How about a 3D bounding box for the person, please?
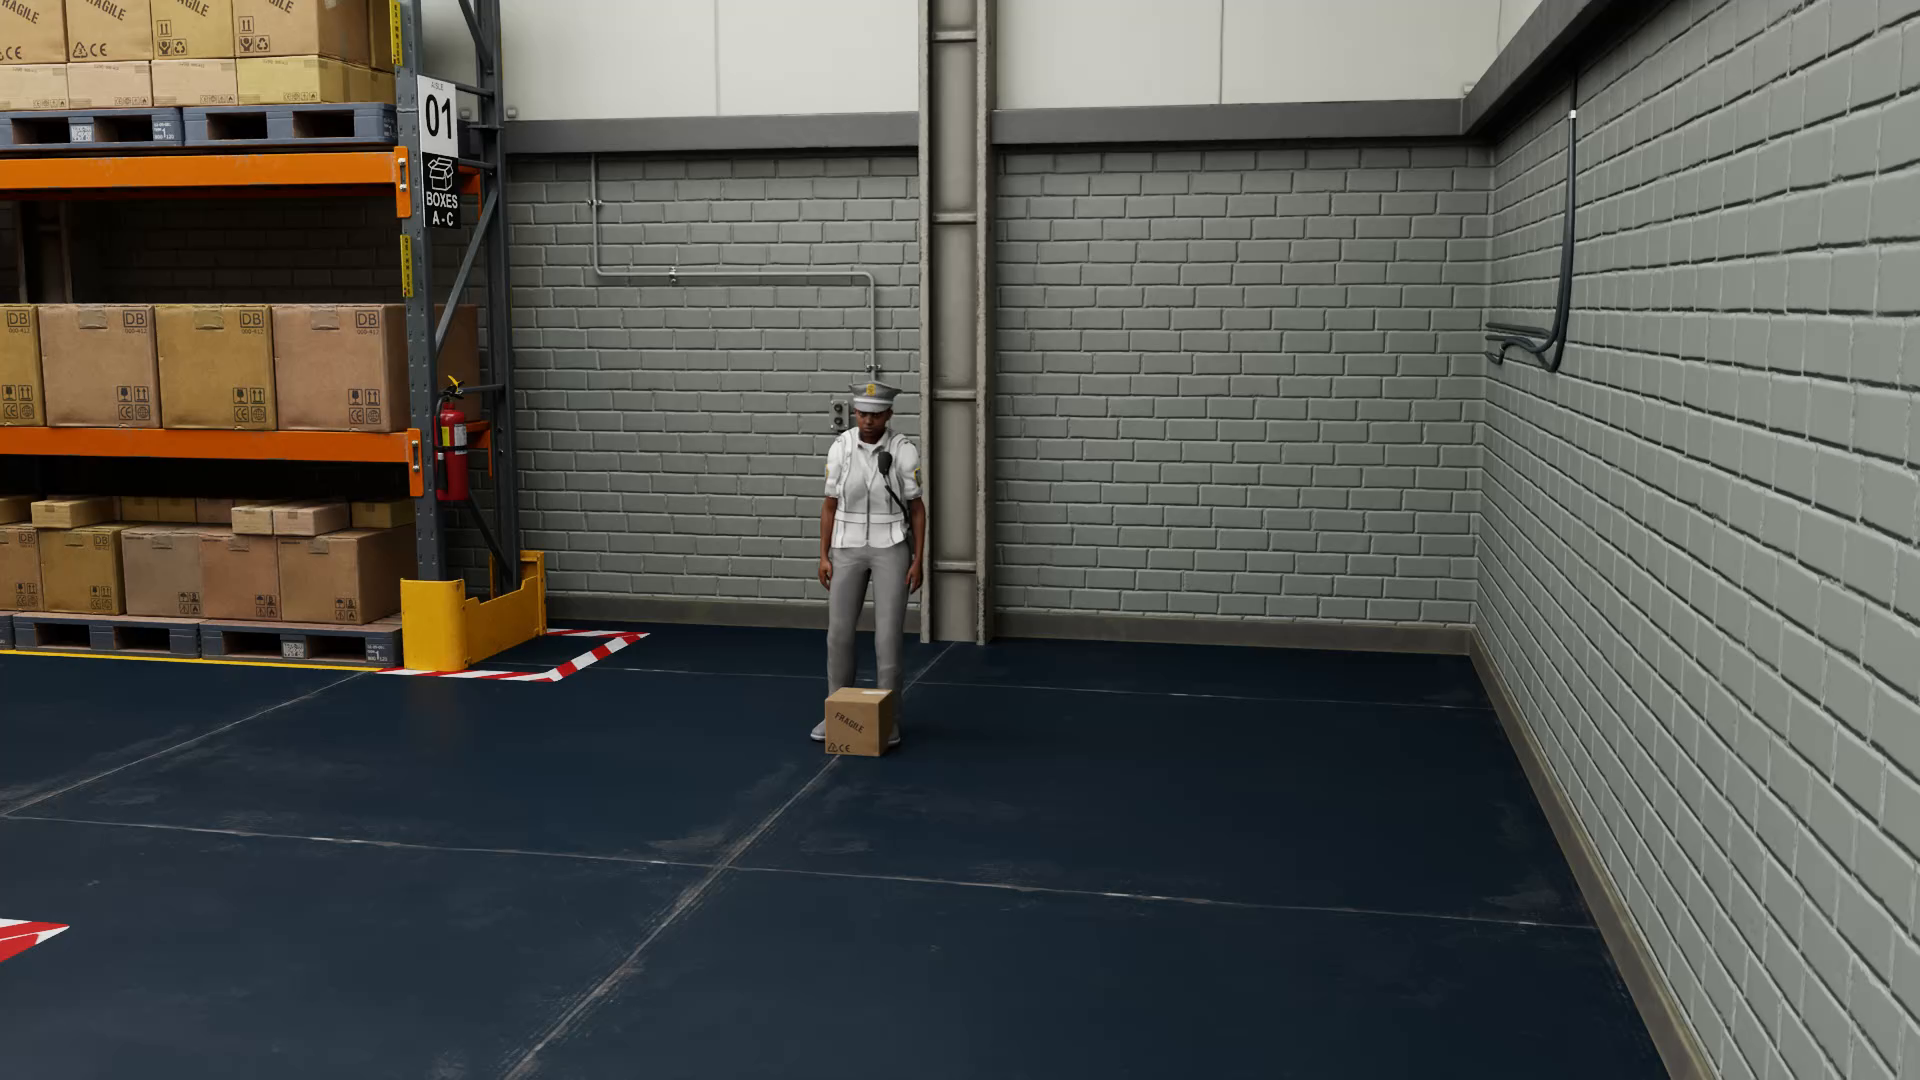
[{"bbox_3d":[-0.422,0.096,7.649,0.522,1.658,0.427,1,8,8],"label":"person"}]
